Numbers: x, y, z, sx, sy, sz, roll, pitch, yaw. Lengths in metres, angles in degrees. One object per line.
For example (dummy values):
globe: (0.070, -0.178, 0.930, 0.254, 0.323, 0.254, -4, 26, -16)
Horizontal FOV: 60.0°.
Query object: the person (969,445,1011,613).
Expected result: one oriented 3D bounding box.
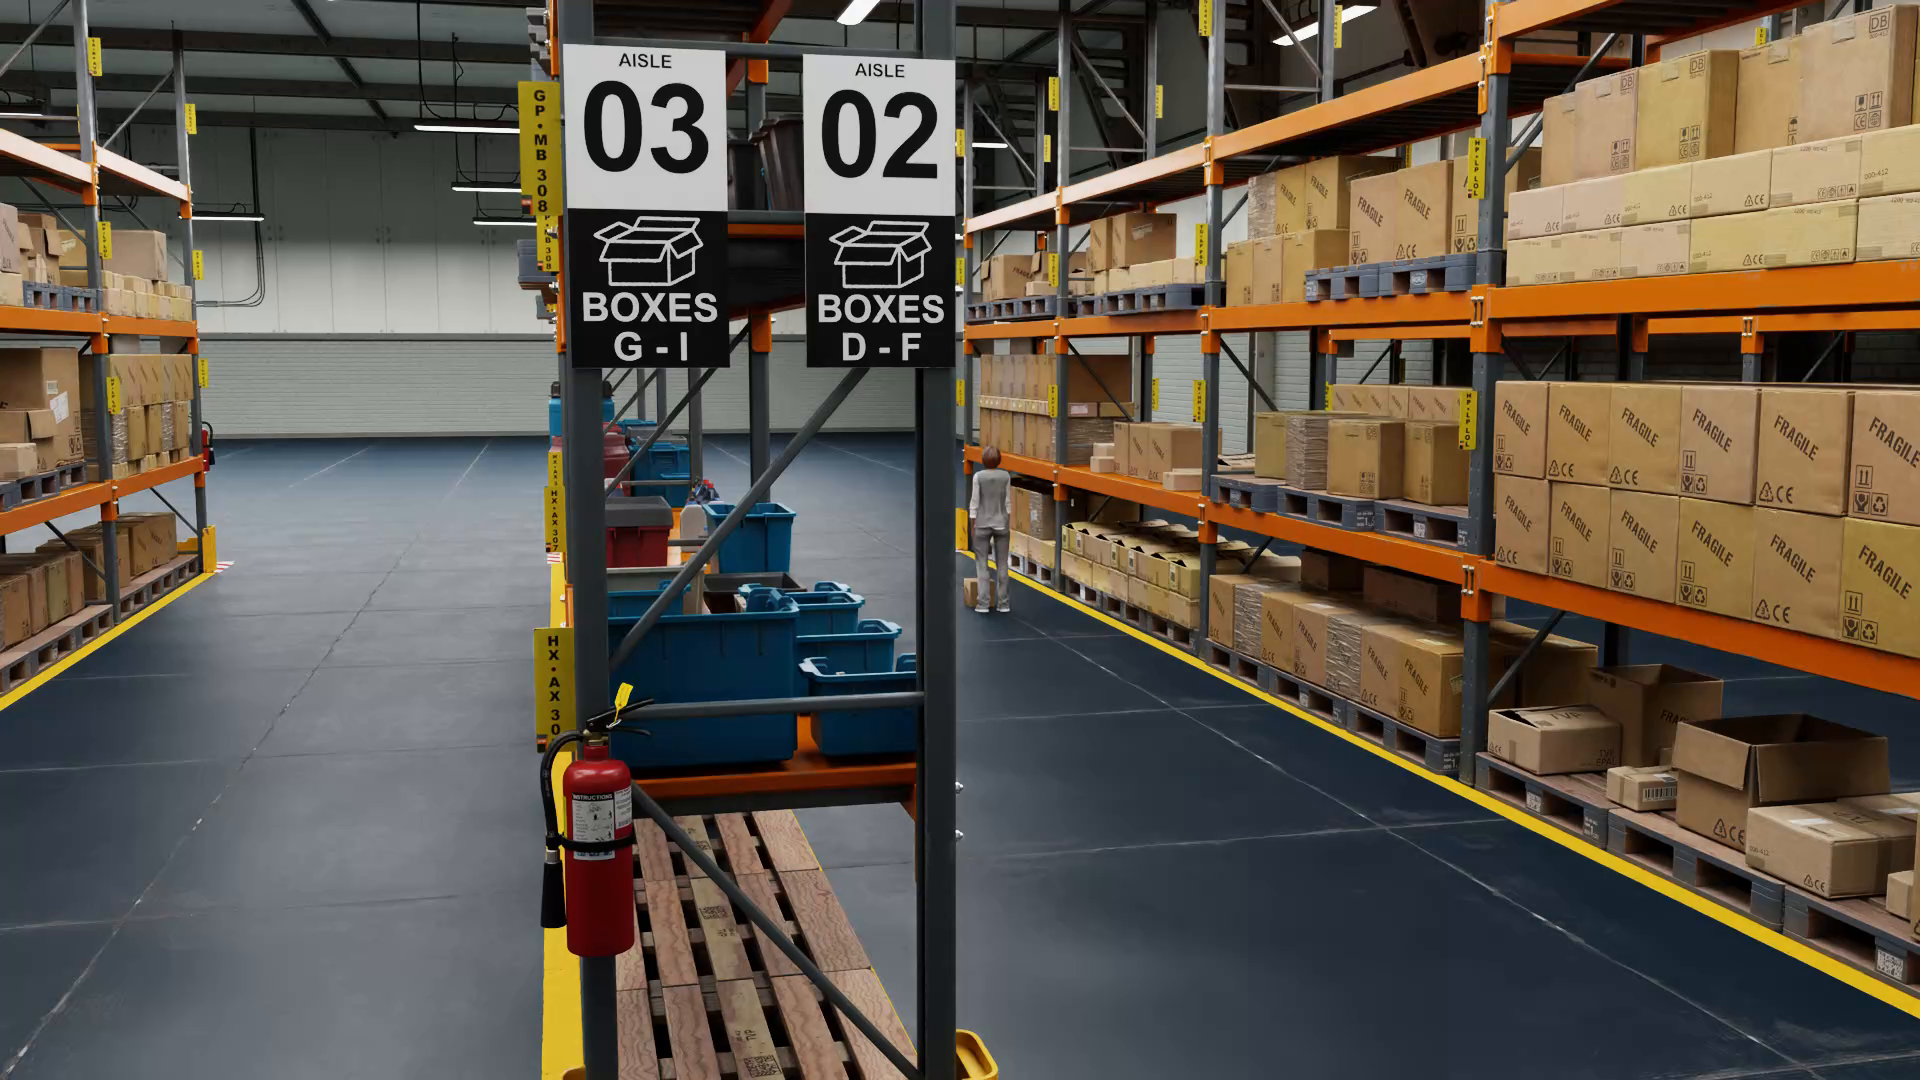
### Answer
person: (0.285, -0.101, 15.801, 0.405, 1.595, 0.304, -1, 6, -11)
